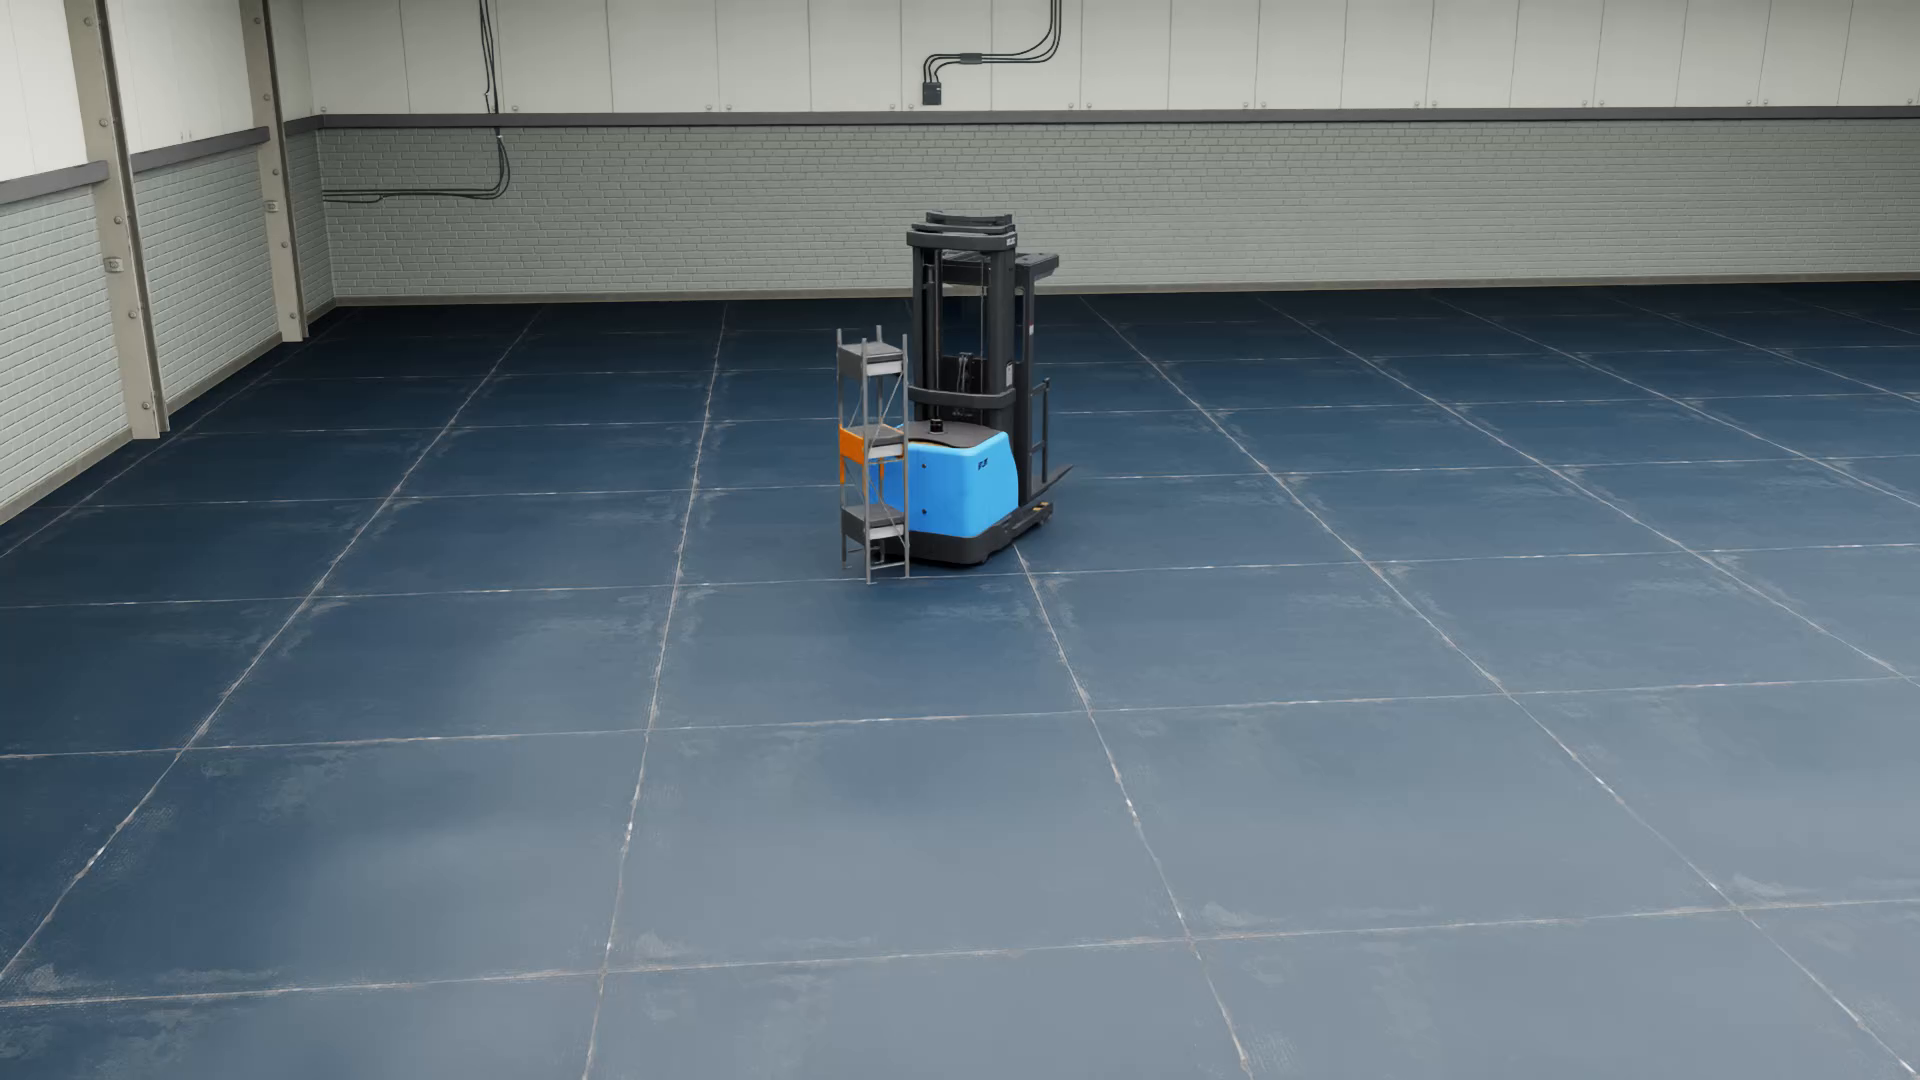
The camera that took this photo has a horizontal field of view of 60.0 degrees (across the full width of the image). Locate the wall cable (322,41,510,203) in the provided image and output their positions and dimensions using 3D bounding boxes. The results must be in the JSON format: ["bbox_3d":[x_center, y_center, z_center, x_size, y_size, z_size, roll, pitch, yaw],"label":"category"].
[{"bbox_3d":[-8.912,-6.729,26.844,3.097,2.526,0.112,-2,18,-6],"label":"wall cable"}]

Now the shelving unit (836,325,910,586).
[{"bbox_3d":[-0.728,-0.711,14.011,0.431,2.100,0.503,-9,20,-27],"label":"shelving unit"}]

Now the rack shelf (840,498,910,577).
[{"bbox_3d":[-0.728,-0.031,14.225,0.431,0.518,0.480,-9,20,-27],"label":"rack shelf"}]

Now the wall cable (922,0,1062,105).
[{"bbox_3d":[0.532,-10.122,26.789,2.305,6.003,0.169,-2,18,-6],"label":"wall cable"}]

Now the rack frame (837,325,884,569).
[{"bbox_3d":[-0.844,-0.776,14.216,0.400,2.100,0.015,-9,20,-27],"label":"rack frame"}]

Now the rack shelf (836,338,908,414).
[{"bbox_3d":[-0.728,-1.366,13.805,0.431,0.518,0.480,-9,20,-27],"label":"rack shelf"}]

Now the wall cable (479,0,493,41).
[{"bbox_3d":[-6.222,-9.222,26.354,3.097,2.526,0.112,-2,18,-6],"label":"wall cable"}]

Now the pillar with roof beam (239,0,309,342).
[{"bbox_3d":[-5.642,-7.425,23.877,9.100,9.000,0.400,-2,18,-6],"label":"pillar with roof beam"}]

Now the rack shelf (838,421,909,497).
[{"bbox_3d":[-0.728,-0.698,14.015,0.431,0.518,0.480,-9,20,-27],"label":"rack shelf"}]

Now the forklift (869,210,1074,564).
[{"bbox_3d":[0.245,-1.589,15.418,1.130,2.935,3.031,8,19,23],"label":"forklift"}]

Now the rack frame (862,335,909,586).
[{"bbox_3d":[-0.613,-0.647,13.806,0.400,2.100,0.015,-9,20,-27],"label":"rack frame"}]

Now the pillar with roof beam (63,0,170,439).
[{"bbox_3d":[-5.023,-5.637,18.183,9.100,9.000,0.400,-2,18,-6],"label":"pillar with roof beam"}]
